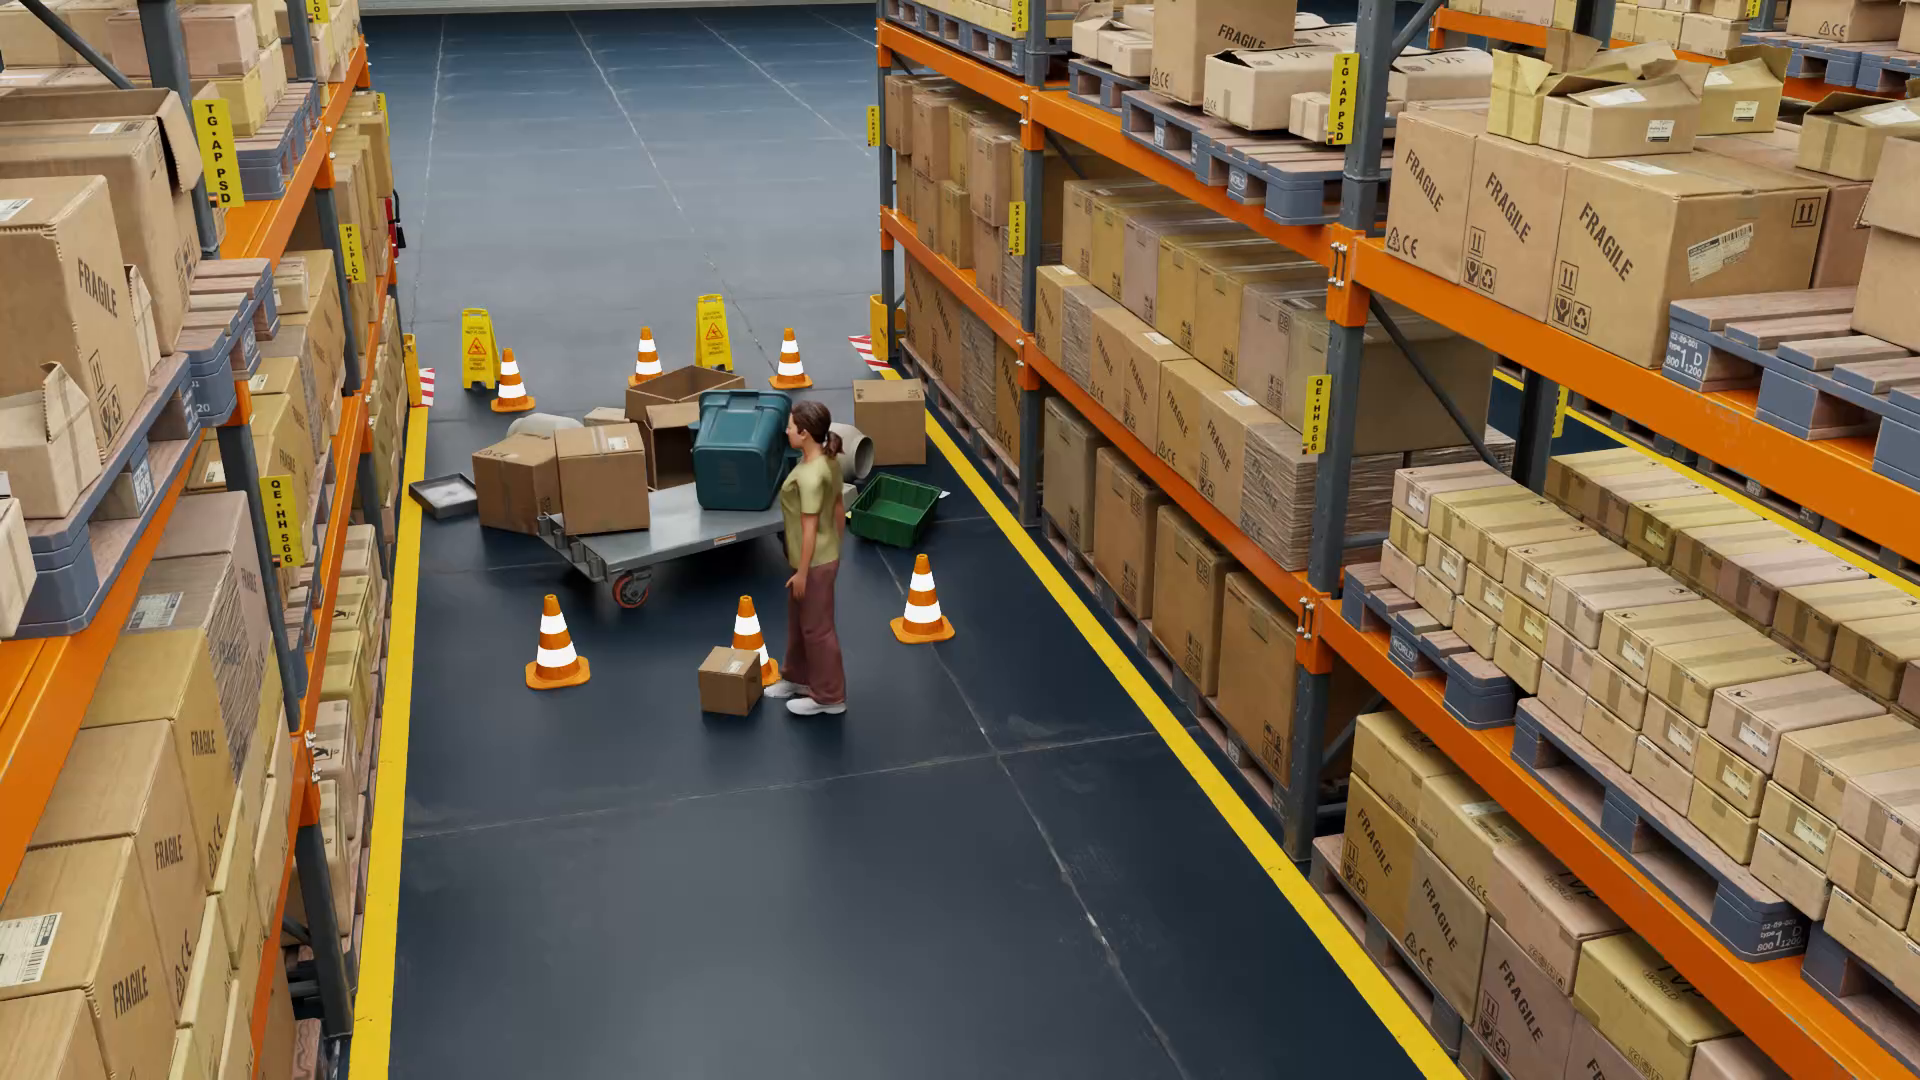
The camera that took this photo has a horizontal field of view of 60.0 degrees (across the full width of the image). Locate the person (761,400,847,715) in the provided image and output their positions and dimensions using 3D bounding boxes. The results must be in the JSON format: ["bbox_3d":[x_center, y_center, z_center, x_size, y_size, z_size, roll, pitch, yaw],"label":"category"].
[{"bbox_3d":[-0.815,0.122,8.335,0.519,1.703,0.471,2,23,4],"label":"person"}]
